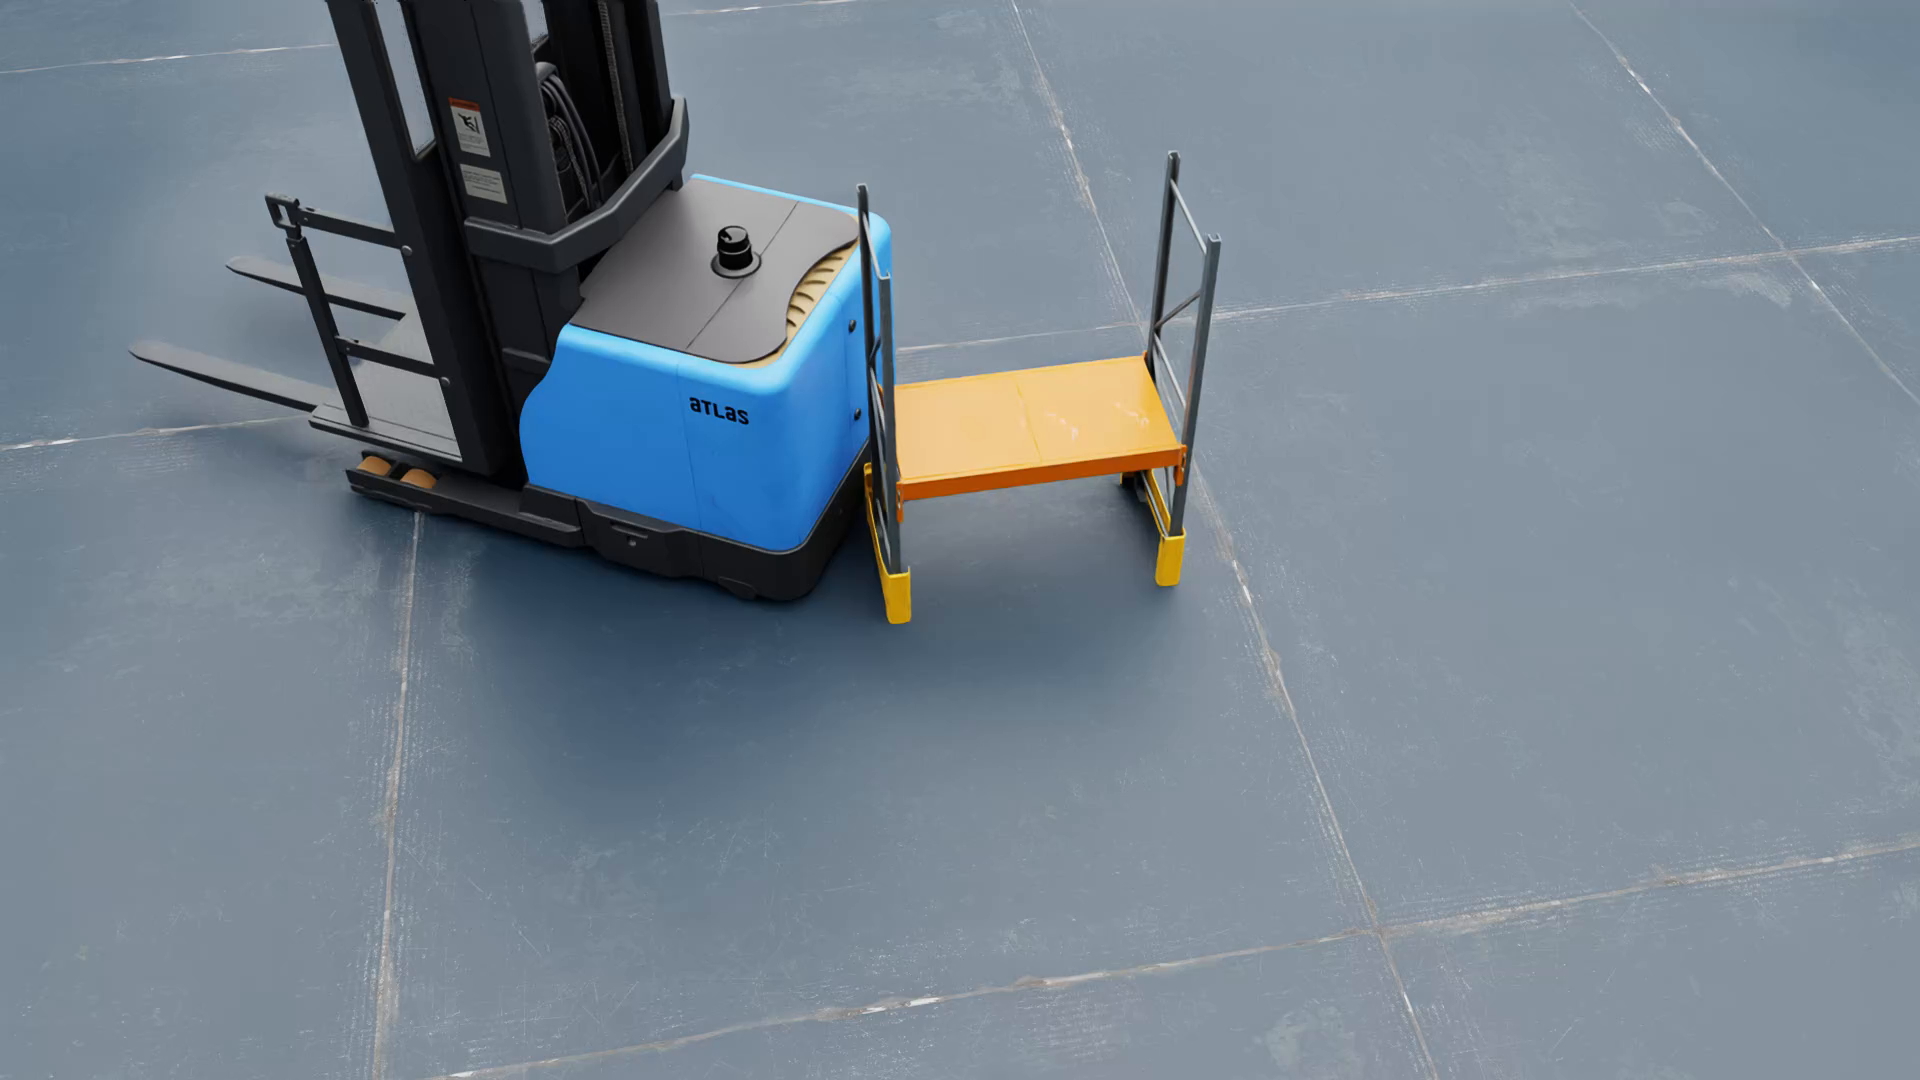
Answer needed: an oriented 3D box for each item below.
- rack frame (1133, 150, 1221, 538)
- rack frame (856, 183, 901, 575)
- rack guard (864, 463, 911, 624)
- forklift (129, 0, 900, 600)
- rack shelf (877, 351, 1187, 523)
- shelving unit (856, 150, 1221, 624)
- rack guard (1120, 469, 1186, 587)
[{"bbox_3d":[0.733,-0.562,5.750,0.032,1.500,0.500,-8,47,-7],"label":"rack frame"},{"bbox_3d":[-0.267,-0.428,5.621,0.032,1.500,0.500,-8,47,-7],"label":"rack frame"},{"bbox_3d":[-0.266,0.005,6.071,0.087,0.250,0.587,-8,47,-7],"label":"rack guard"},{"bbox_3d":[-1.801,-1.465,5.626,3.031,2.935,1.130,15,48,14],"label":"forklift"},{"bbox_3d":[0.233,-0.370,5.815,1.000,0.185,0.538,-8,47,-7],"label":"rack shelf"},{"bbox_3d":[0.224,-0.494,5.684,1.083,1.500,0.587,-8,47,-7],"label":"shelving unit"},{"bbox_3d":[0.714,-0.126,6.197,0.087,0.250,0.587,-8,47,-7],"label":"rack guard"}]
